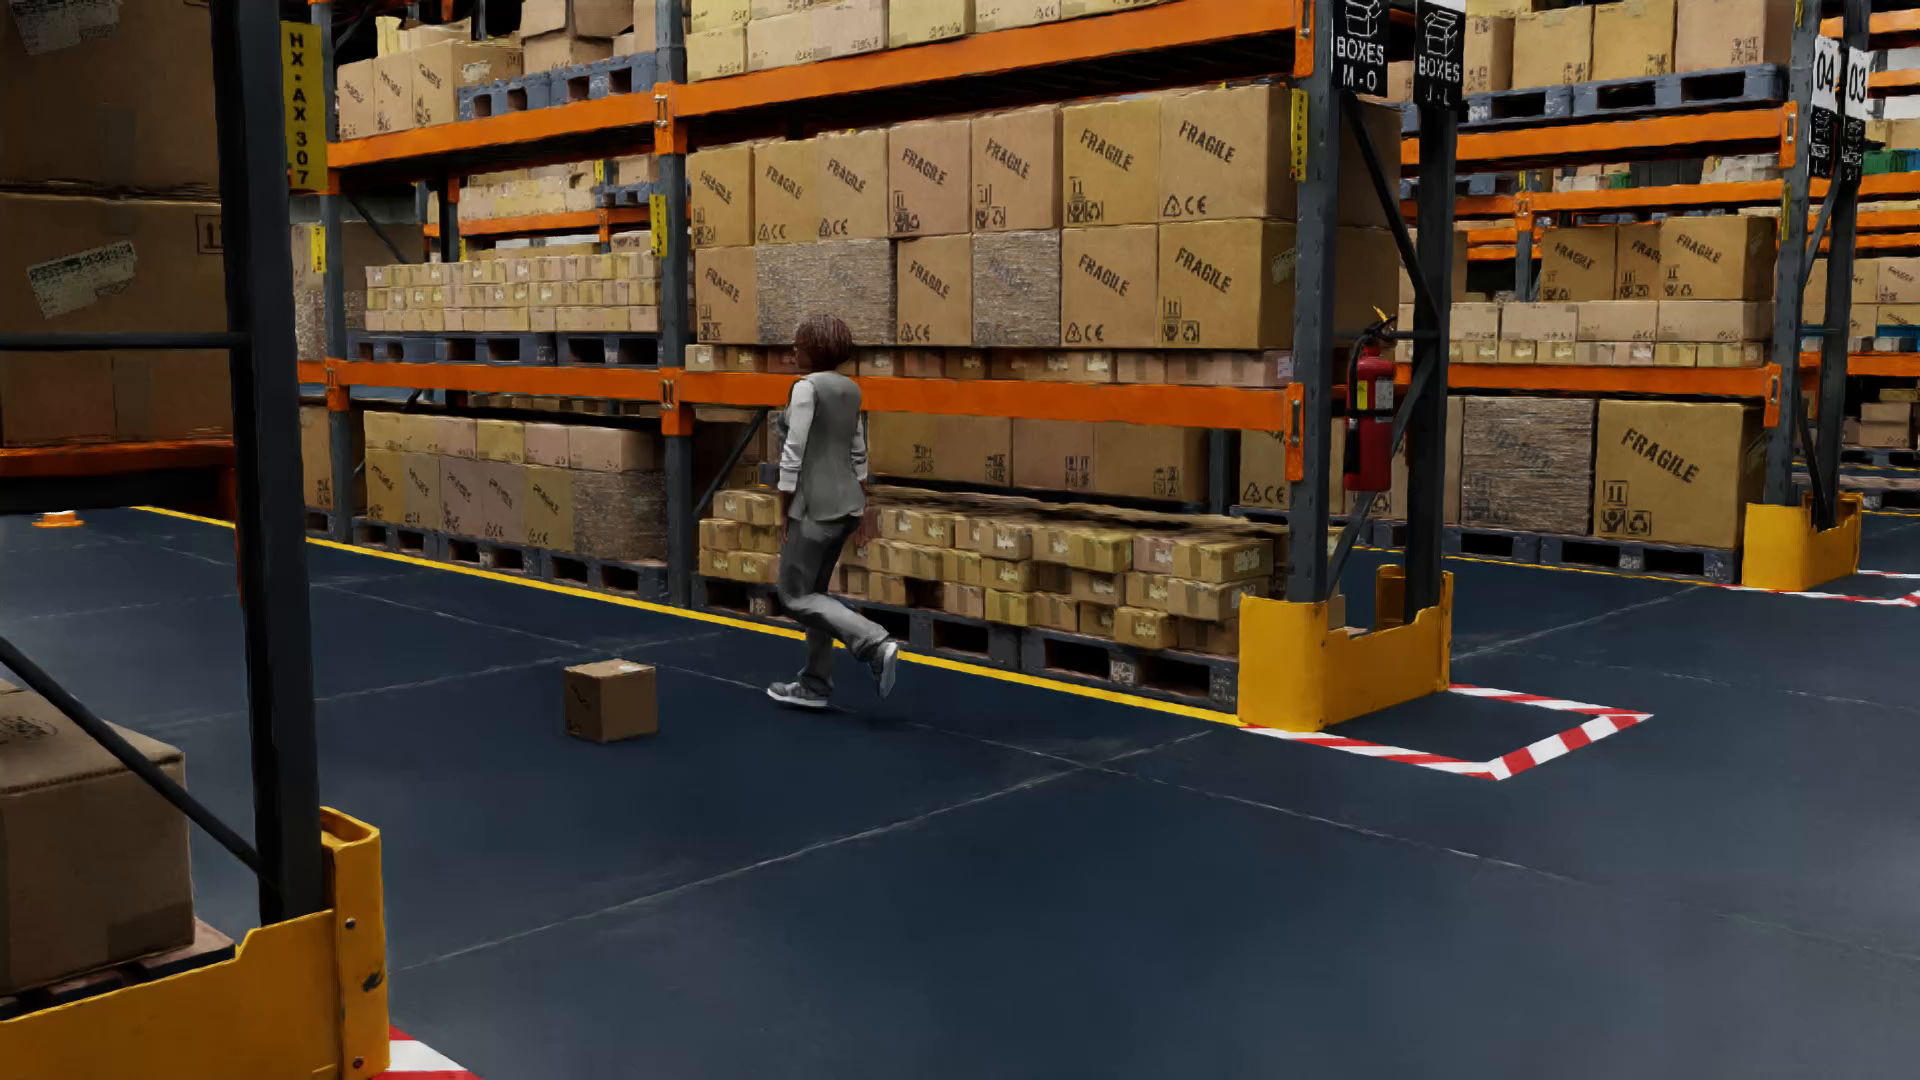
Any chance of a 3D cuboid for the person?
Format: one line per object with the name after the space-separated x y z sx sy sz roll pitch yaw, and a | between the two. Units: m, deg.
-0.502 -0.098 6.533 0.664 1.574 0.440 4 8 28 | person
